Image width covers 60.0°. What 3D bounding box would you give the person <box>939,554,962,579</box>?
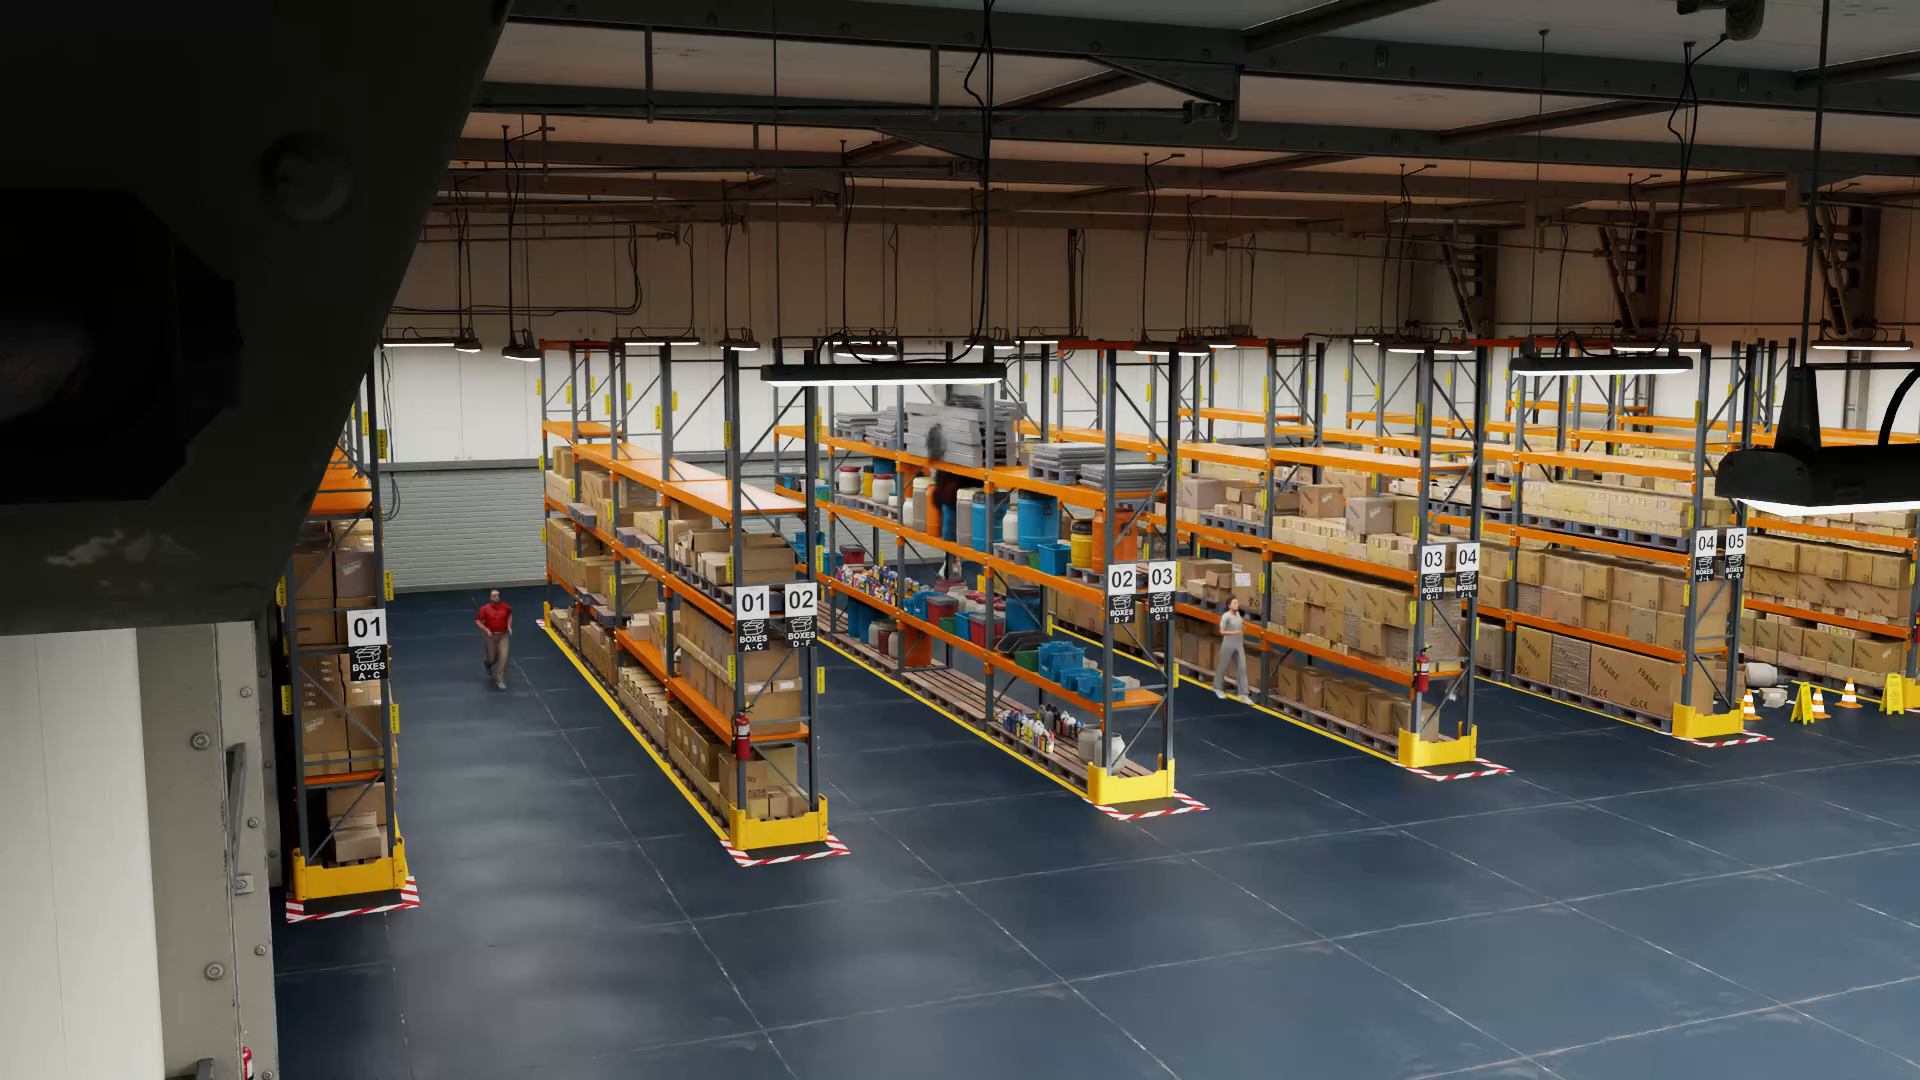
[{"bbox_3d":[-0.255,0.975,35.563,0.547,1.548,0.854,-5,9,-35],"label":"person"}]

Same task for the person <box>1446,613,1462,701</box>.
[{"bbox_3d":[8.214,1.885,28.388,0.619,1.626,0.958,-3,8,-24],"label":"person"}]

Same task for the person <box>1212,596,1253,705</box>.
[{"bbox_3d":[4.360,1.735,26.579,0.561,1.701,0.842,-5,9,-33],"label":"person"}]

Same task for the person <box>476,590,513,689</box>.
[{"bbox_3d":[-8.134,1.727,29.178,0.672,1.735,0.755,-4,9,-30],"label":"person"}]
